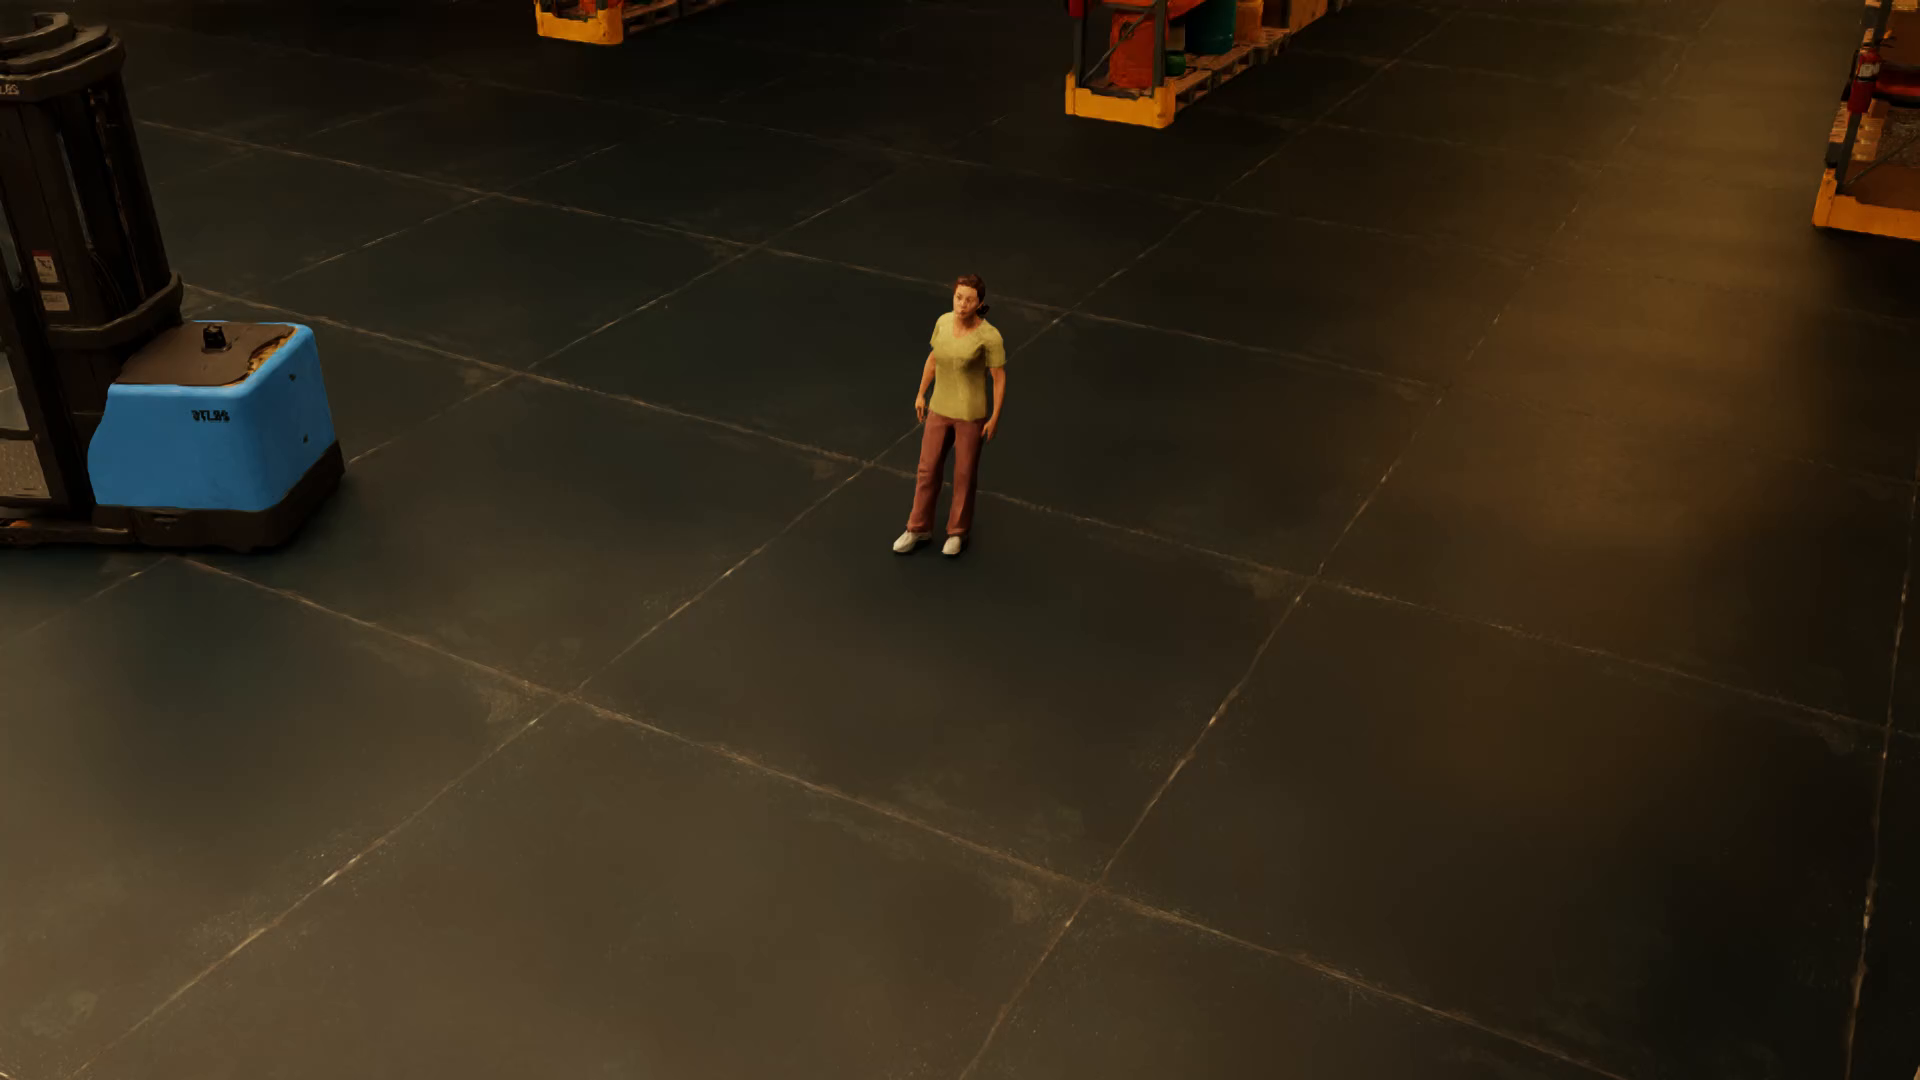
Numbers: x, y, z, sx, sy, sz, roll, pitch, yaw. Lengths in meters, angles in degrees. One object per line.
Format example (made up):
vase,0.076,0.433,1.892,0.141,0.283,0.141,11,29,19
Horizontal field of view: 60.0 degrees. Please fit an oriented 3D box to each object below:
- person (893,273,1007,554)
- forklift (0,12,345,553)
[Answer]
person,-0.045,-0.702,9.529,0.554,1.674,0.548,15,33,25
forklift,-5.468,-1.480,9.635,3.031,2.935,1.130,2,30,4
